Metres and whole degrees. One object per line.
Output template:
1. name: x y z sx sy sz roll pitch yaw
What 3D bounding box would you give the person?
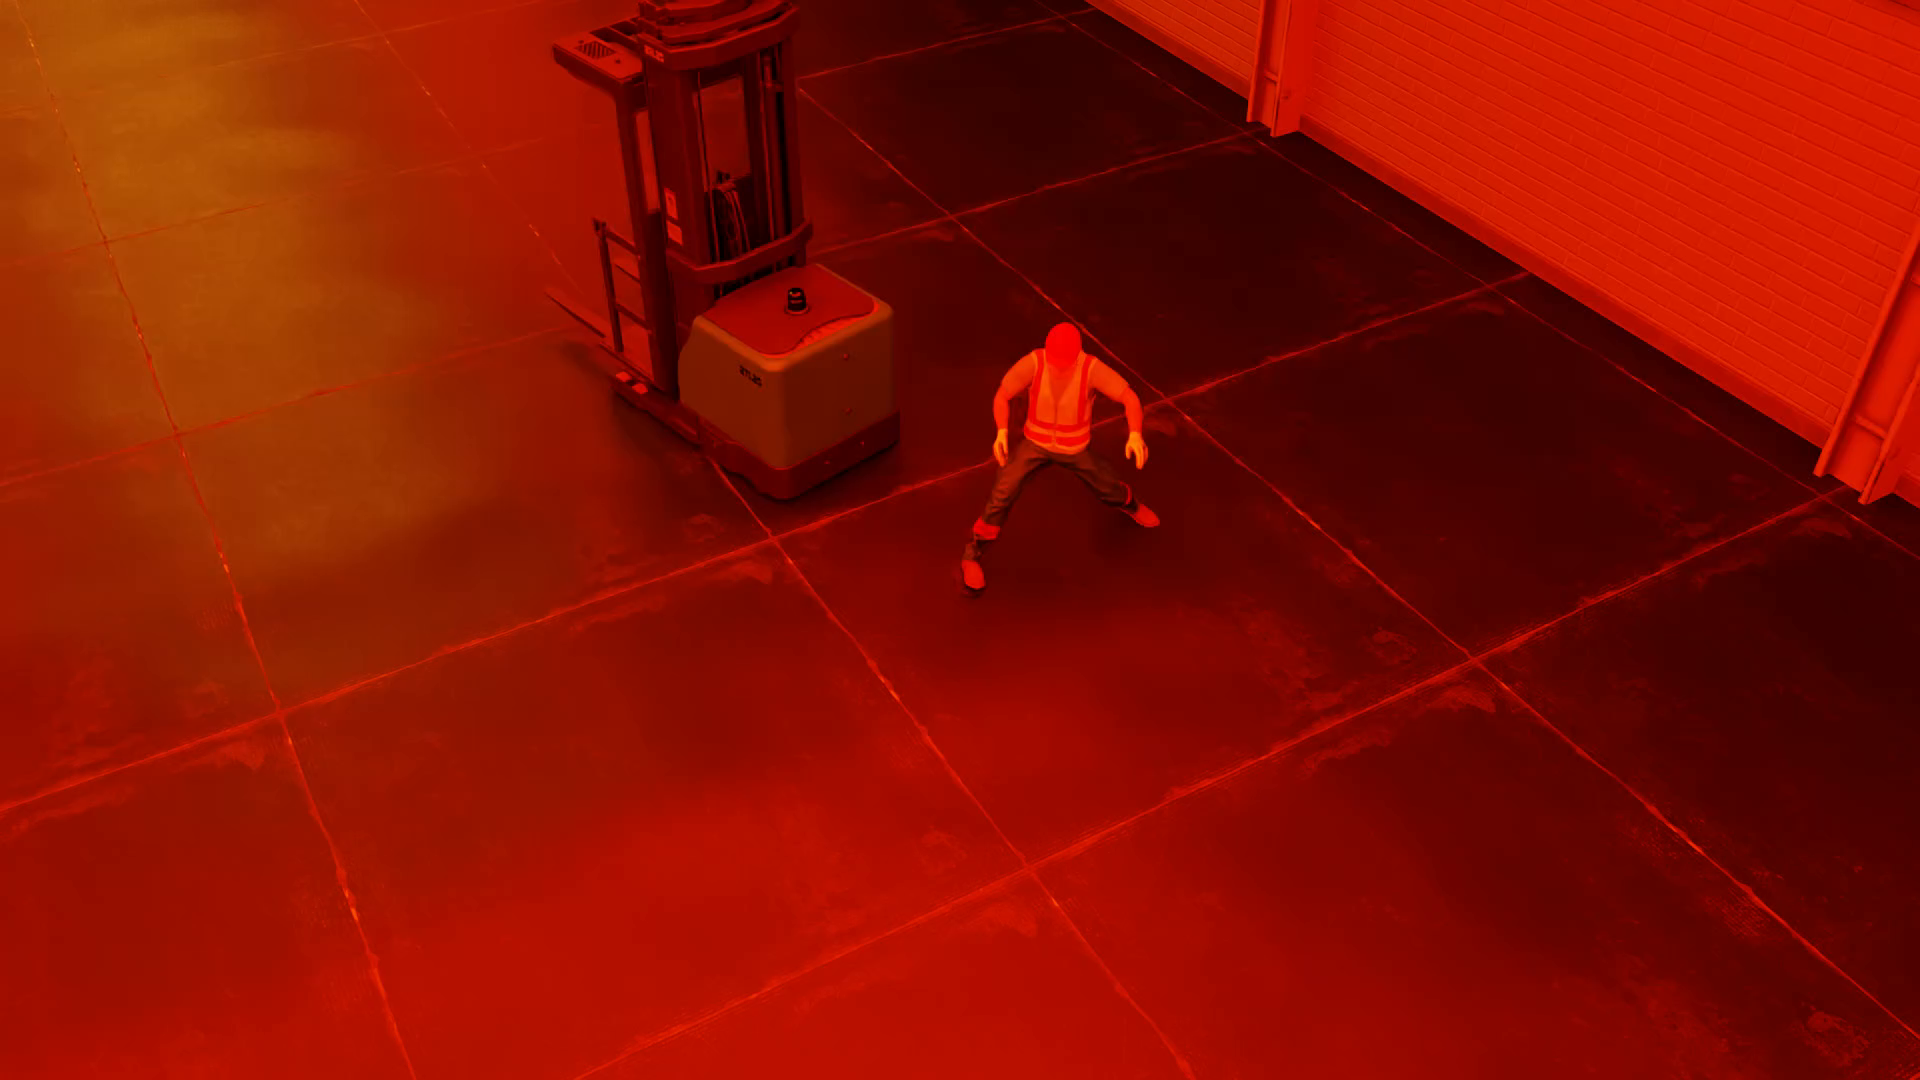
1. person: 0.626 -0.540 9.752 1.157 1.591 1.003 6 40 7

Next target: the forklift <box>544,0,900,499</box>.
1. forklift: -1.776 -2.235 10.731 1.130 2.935 3.031 -31 49 -32
